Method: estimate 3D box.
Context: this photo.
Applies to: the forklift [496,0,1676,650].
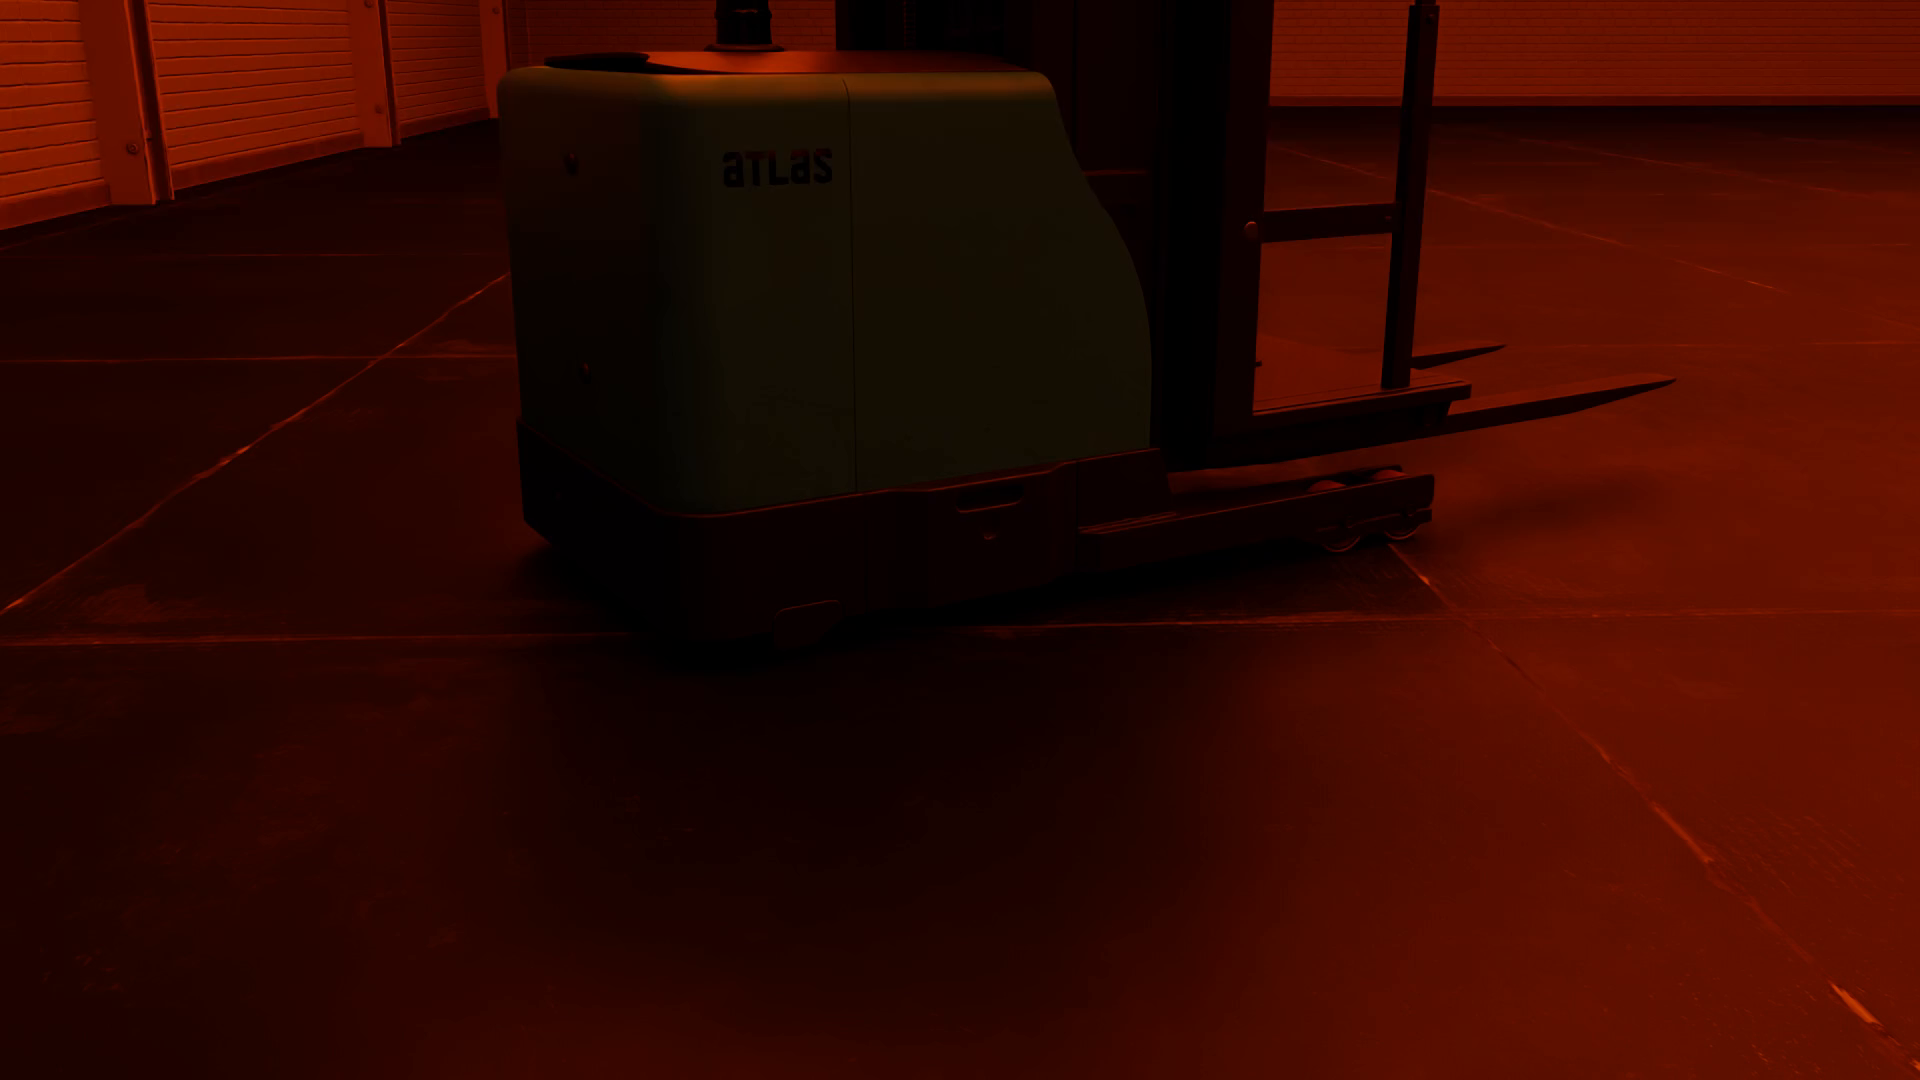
[{"bbox_3d":[0.524,-1.493,3.789,3.031,2.935,1.130,-10,20,-29],"label":"forklift"}]
